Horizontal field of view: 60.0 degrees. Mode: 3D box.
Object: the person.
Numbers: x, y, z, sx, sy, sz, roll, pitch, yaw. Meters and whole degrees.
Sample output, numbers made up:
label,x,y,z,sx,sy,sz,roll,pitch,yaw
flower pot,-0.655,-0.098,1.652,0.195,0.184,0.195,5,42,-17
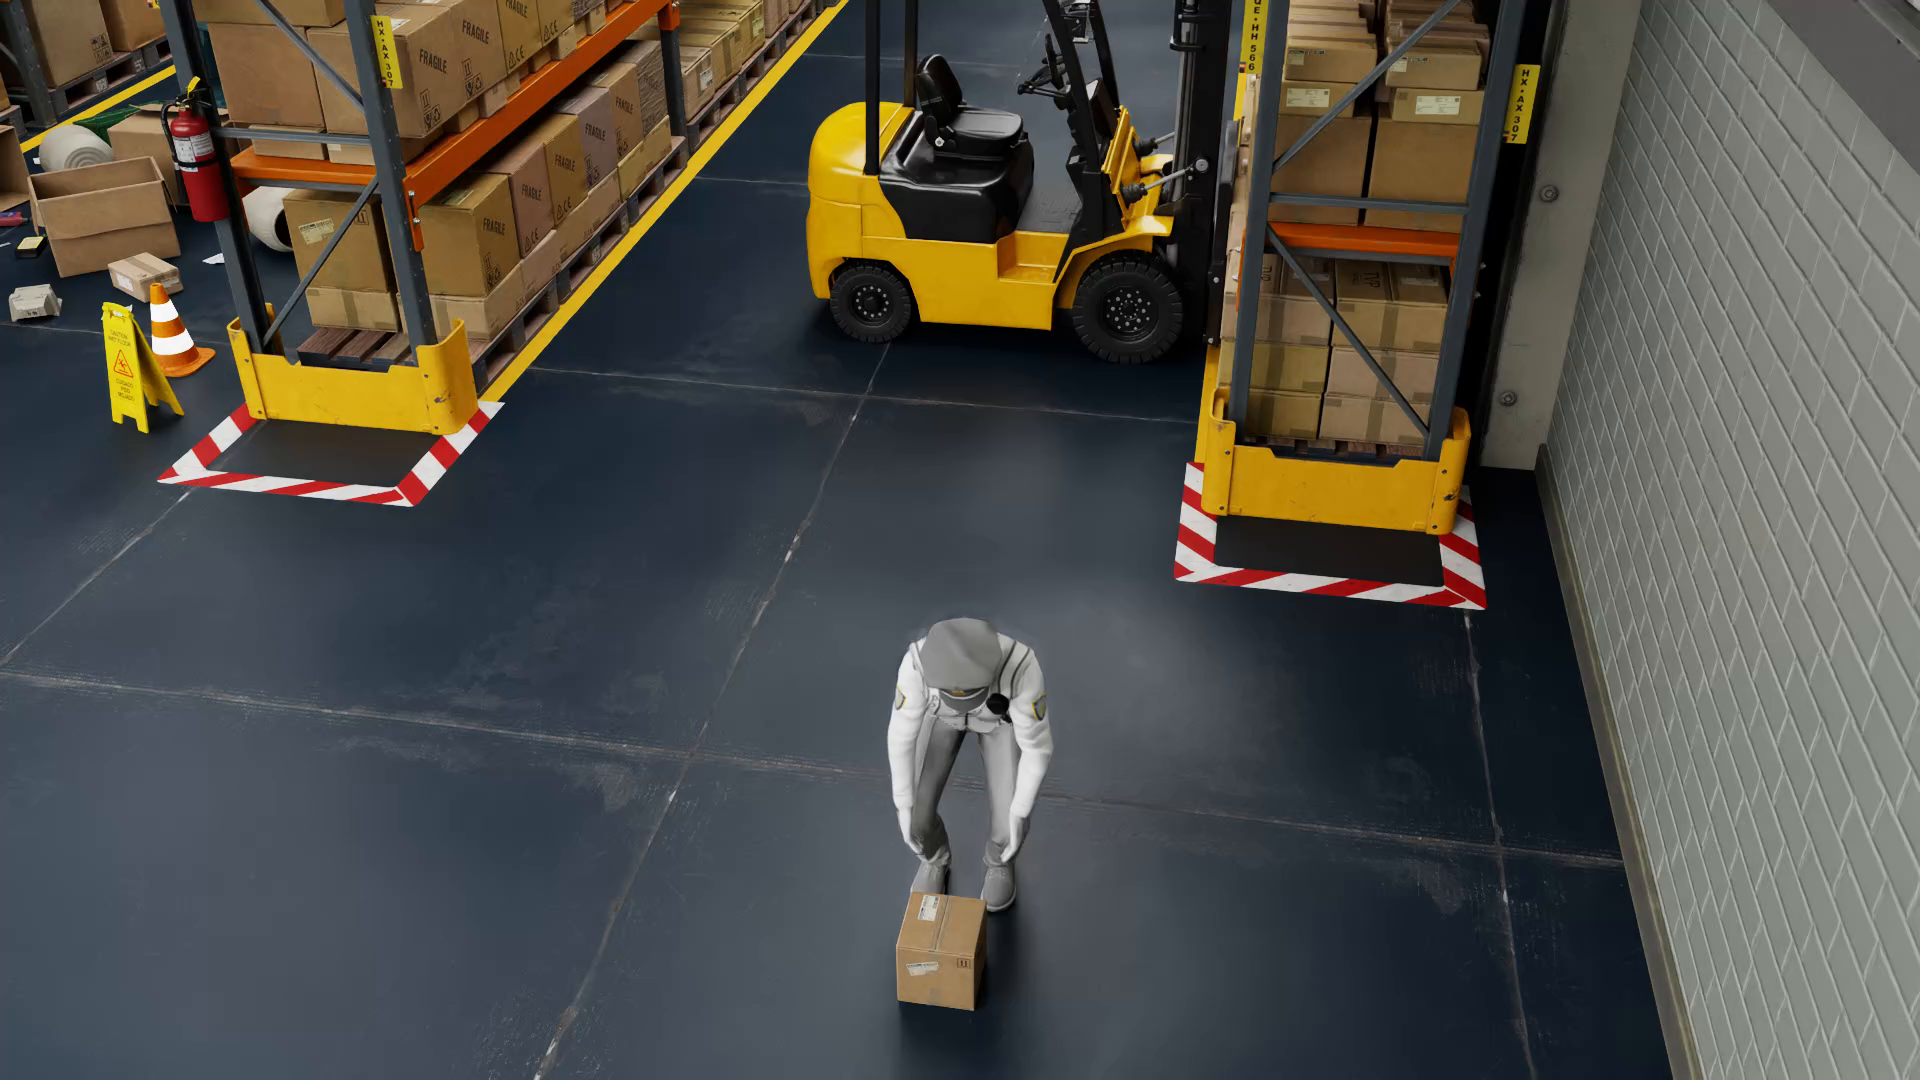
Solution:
label,x,y,z,sx,sy,sz,roll,pitch,yaw
person,0.045,0.692,5.407,0.533,1.292,0.752,5,33,8
